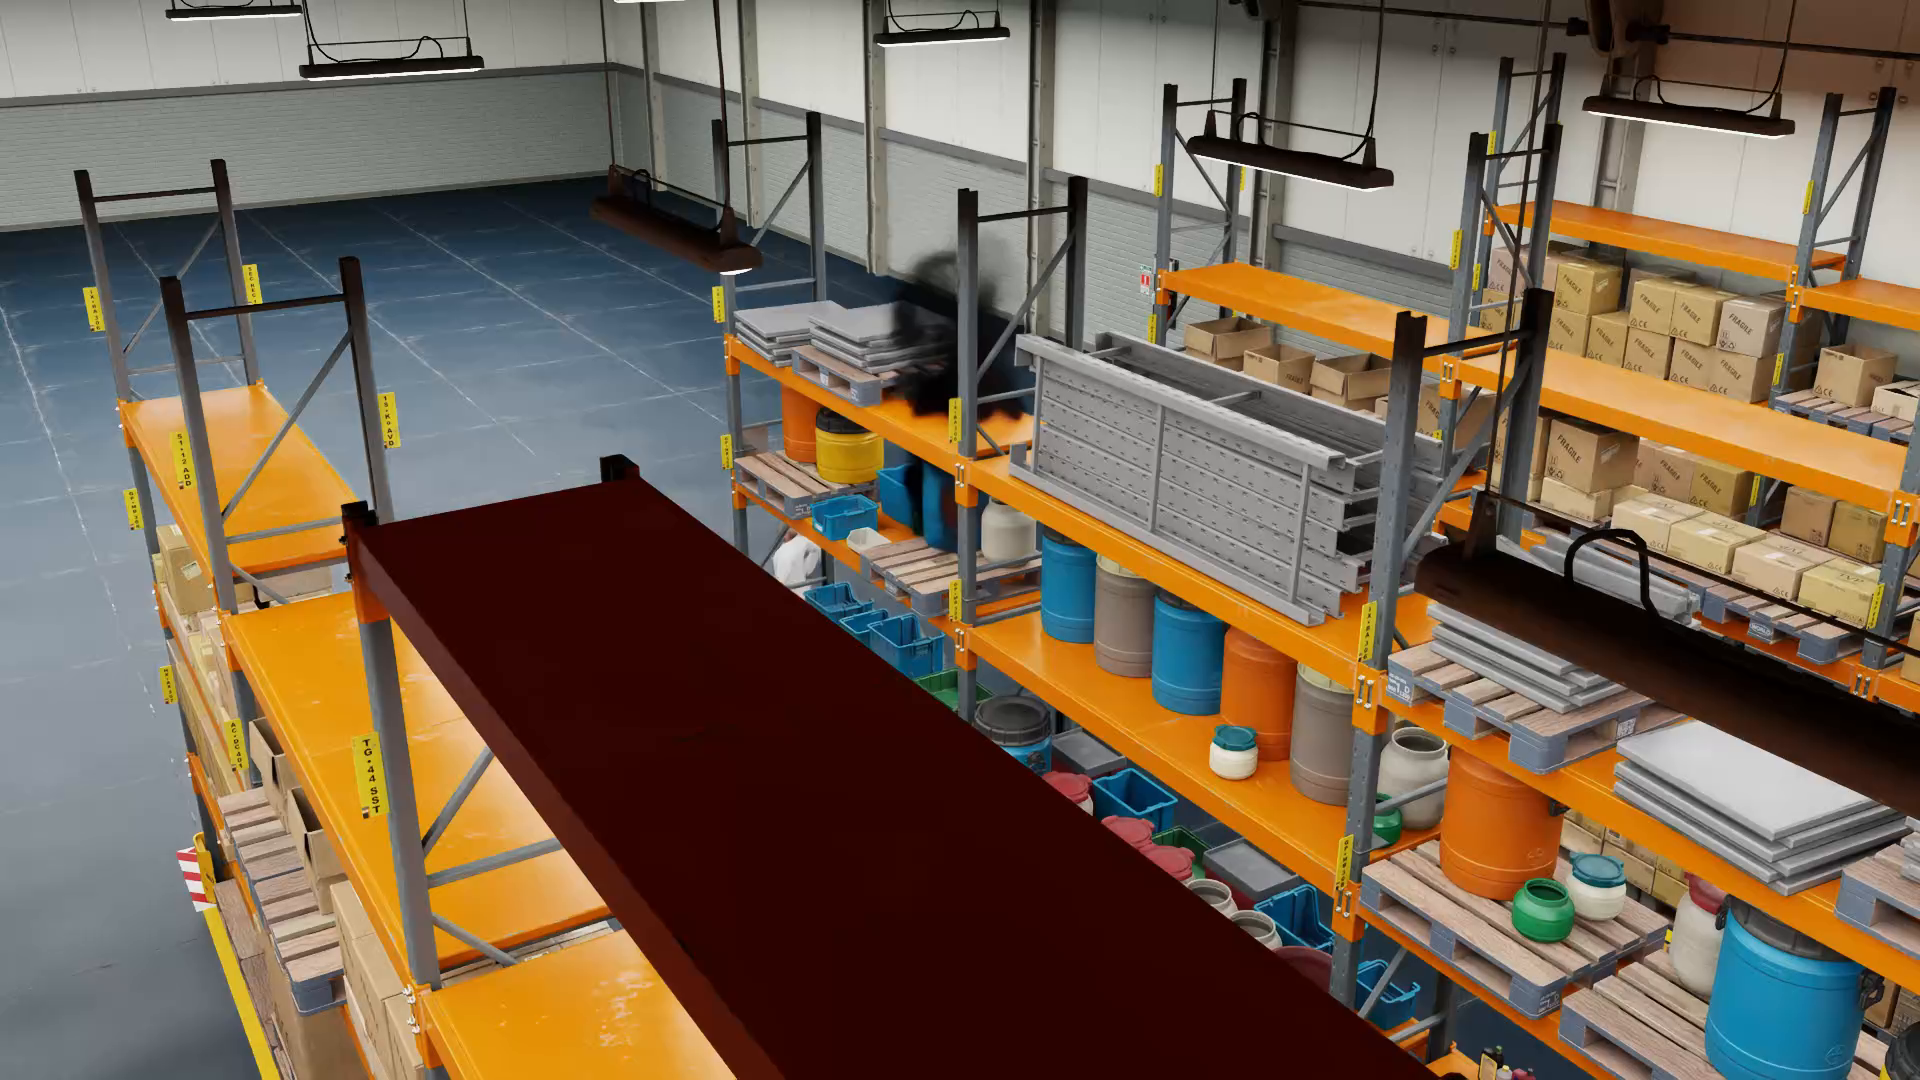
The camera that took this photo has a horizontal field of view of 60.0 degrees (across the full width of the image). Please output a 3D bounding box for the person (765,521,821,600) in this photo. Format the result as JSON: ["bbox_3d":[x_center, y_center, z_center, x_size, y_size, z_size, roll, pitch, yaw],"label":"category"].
[{"bbox_3d":[-1.807,0.562,17.643,0.576,1.722,0.735,4,22,9],"label":"person"}]
